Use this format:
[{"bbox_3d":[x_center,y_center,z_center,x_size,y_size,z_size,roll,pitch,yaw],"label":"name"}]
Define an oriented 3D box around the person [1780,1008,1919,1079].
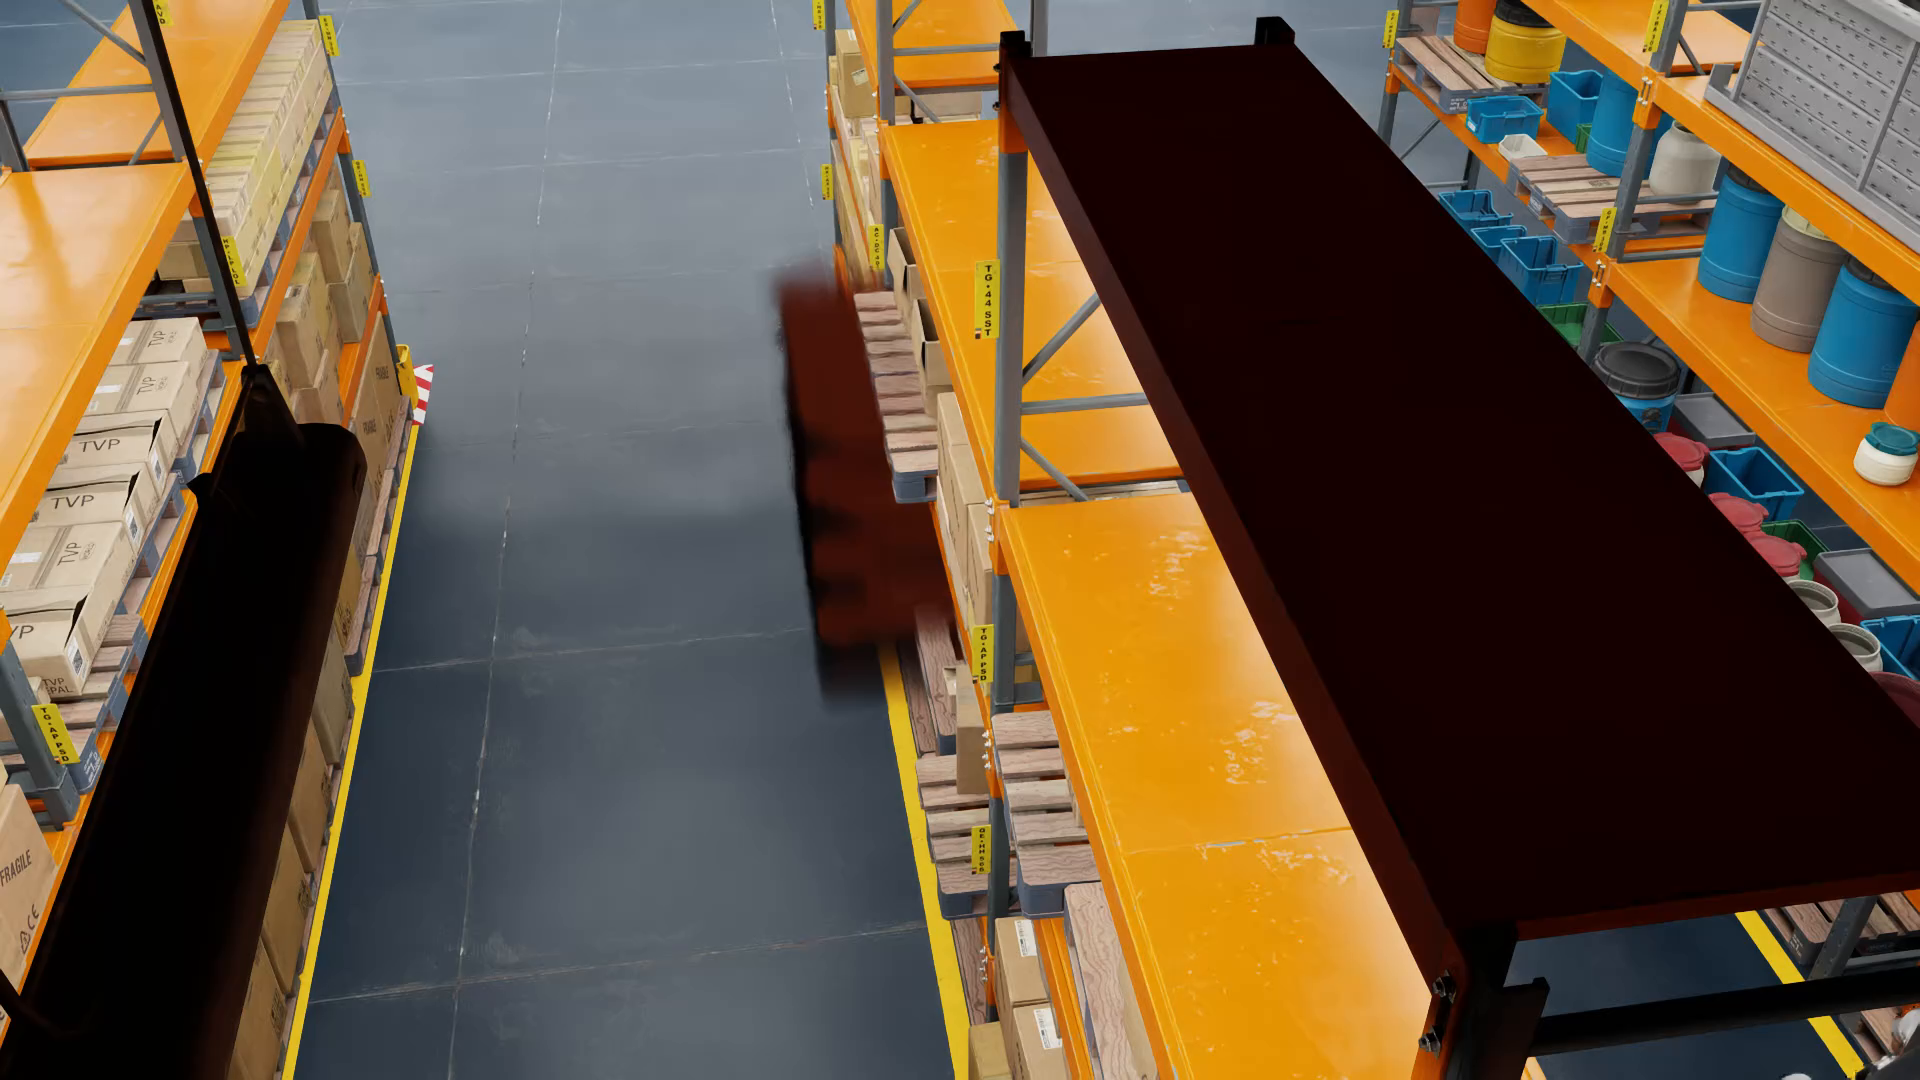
[{"bbox_3d":[4.442,2.871,8.055,0.554,1.673,1.100,-7,37,-10],"label":"person"}]
